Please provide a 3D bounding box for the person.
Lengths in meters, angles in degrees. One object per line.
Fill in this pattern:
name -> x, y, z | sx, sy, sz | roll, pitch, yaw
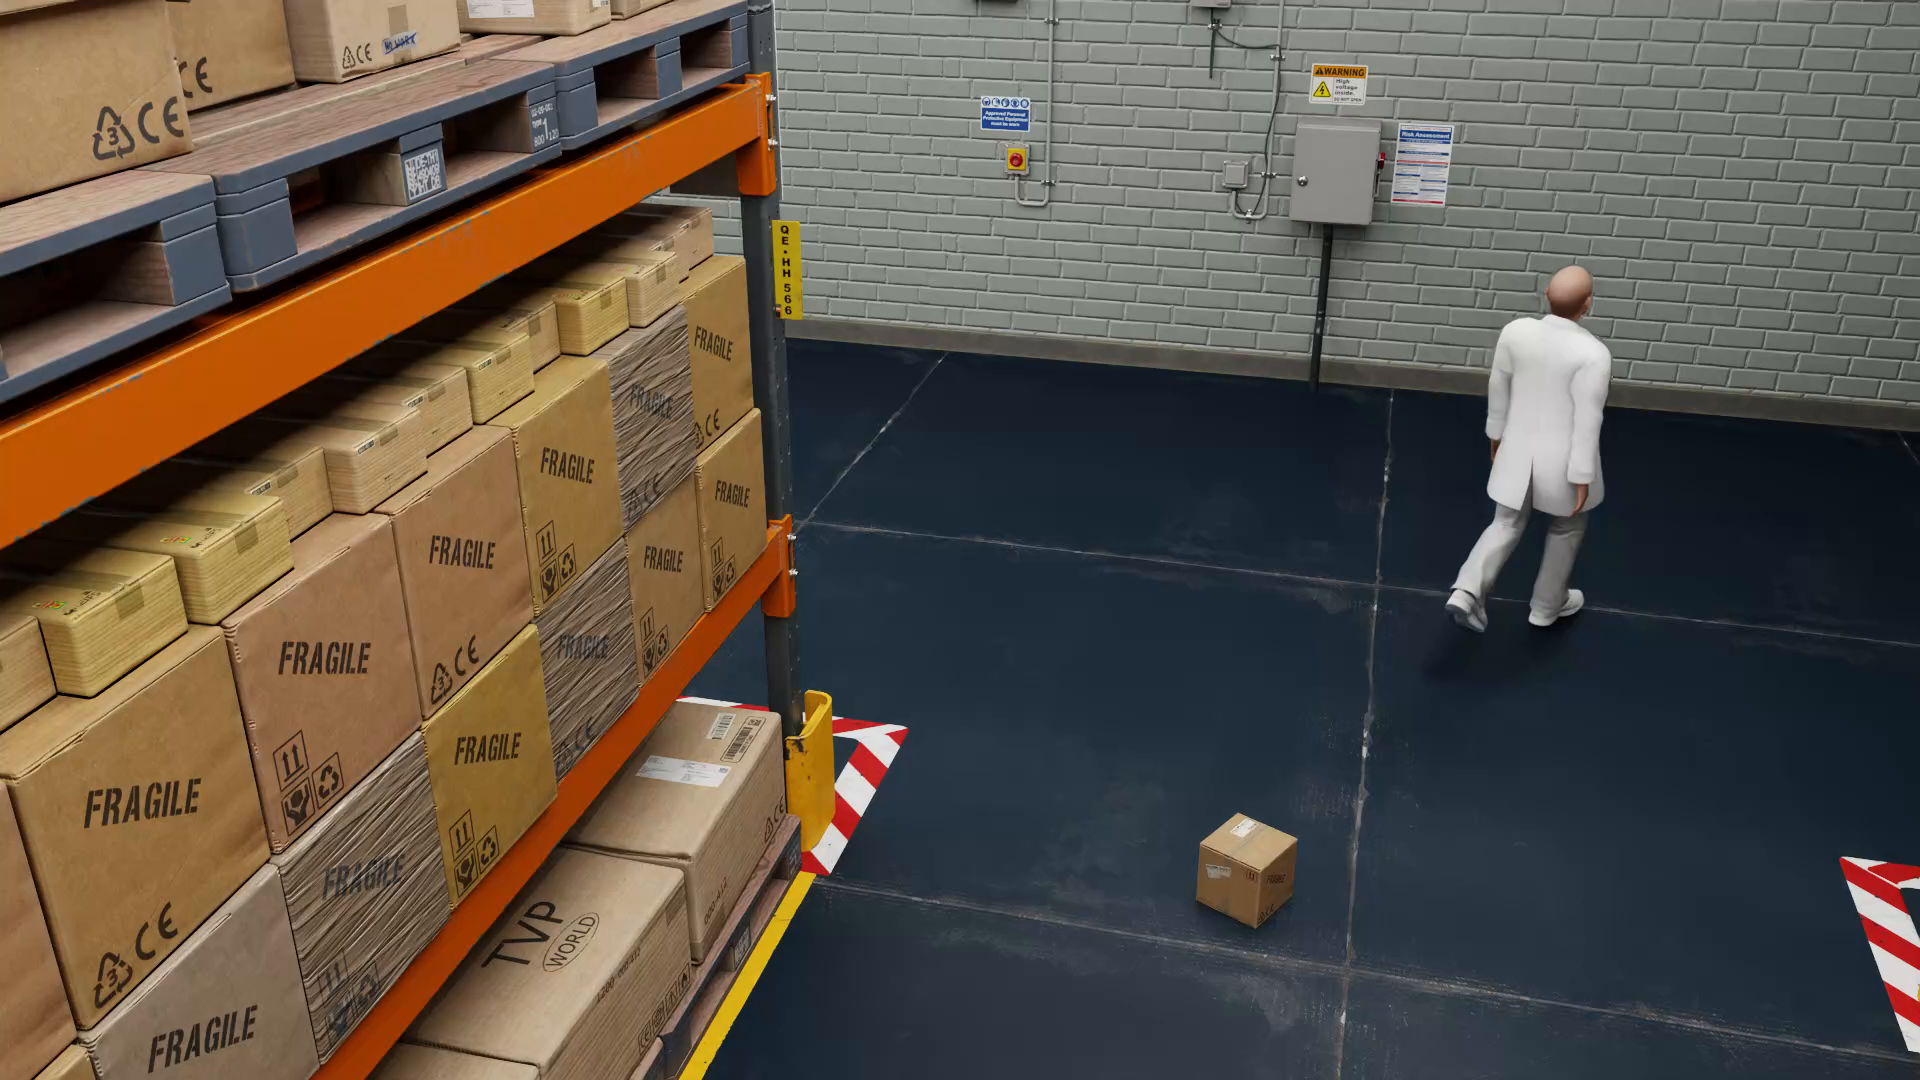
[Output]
person -> 2.571, -0.376, 7.413 | 0.959, 1.746, 0.604 | -23, 33, -40
